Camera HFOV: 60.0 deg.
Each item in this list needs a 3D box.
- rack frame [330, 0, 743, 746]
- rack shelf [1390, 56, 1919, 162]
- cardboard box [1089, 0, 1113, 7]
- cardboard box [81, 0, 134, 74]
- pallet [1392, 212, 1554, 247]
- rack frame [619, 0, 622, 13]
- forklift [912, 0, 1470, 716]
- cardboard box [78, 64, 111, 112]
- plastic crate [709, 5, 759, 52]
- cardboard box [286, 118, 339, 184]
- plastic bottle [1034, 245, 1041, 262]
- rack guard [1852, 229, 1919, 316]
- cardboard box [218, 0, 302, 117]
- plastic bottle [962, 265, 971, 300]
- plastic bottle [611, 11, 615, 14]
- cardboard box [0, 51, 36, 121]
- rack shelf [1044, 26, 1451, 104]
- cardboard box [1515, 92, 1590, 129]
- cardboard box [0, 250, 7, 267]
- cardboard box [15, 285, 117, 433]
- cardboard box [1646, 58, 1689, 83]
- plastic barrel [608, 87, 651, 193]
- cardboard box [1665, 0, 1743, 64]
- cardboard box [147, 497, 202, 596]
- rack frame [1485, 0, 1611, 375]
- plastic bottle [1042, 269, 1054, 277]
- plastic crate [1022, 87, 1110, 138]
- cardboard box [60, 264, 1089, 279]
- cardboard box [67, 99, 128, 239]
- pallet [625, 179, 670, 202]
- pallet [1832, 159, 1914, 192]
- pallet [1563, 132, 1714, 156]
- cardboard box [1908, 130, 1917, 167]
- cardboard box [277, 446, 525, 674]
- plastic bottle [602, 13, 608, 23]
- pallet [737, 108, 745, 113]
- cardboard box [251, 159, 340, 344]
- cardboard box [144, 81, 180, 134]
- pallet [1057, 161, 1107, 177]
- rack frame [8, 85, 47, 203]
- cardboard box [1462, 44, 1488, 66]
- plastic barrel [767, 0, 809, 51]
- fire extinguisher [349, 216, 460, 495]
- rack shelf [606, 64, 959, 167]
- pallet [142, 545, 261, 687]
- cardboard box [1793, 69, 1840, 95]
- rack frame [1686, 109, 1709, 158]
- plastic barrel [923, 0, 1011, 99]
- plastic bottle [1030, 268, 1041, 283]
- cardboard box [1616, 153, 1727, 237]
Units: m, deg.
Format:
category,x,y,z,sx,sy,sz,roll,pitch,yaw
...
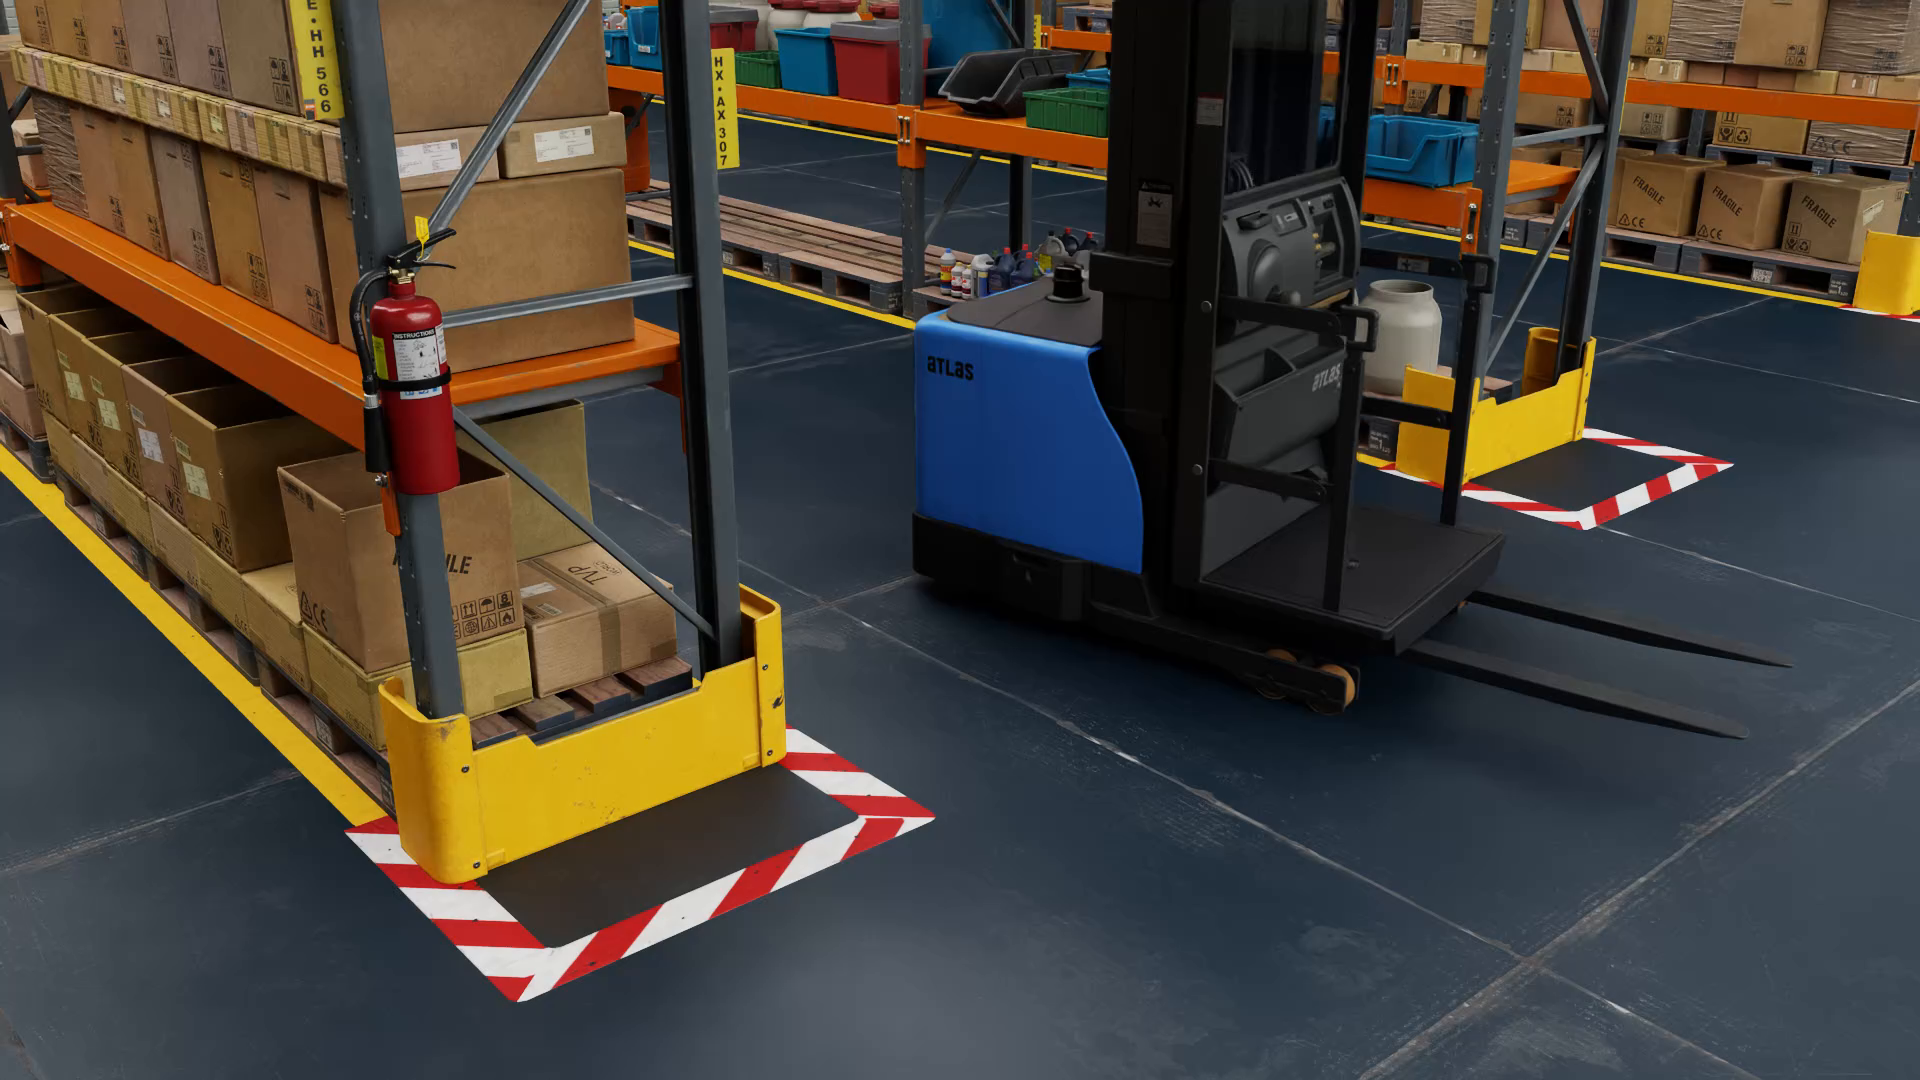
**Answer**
category,x,y,z,sx,sy,sz,roll,pitch,yaw
rack frame,-1.092,-0.634,4.489,1.000,3.000,0.127,-17,27,-37
rack shelf,5.110,-3.209,12.049,1.077,0.370,4.000,-17,27,-37
cardboard box,1.576,-5.304,15.699,0.500,0.500,0.500,18,28,39
cardboard box,-2.751,-1.991,6.037,0.700,0.500,0.500,-17,27,-37
pallet,4.269,-2.621,13.385,1.003,0.211,1.213,-17,27,-37
rack frame,-4.029,-7.411,21.794,1.000,3.000,0.127,-17,27,-37
forklift,1.298,-1.004,5.528,3.031,2.935,1.130,15,26,34
cardboard box,-3.007,-1.685,6.147,0.380,0.149,0.250,-19,28,-39
plastic crate,-1.736,-3.533,11.803,0.402,0.464,0.583,-17,27,-37
cardboard box,-1.658,-1.115,4.690,0.380,0.149,0.250,-17,27,-36
plastic bottle,0.525,-1.793,10.682,0.097,0.201,0.097,0,21,0
rack guard,6.366,-1.848,11.017,1.175,0.500,0.348,-17,27,-37
cardboard box,-1.769,-1.575,4.976,0.700,0.500,0.500,-18,28,-39
plastic bottle,0.061,-1.570,10.114,0.097,0.201,0.097,0,21,0
plastic bottle,-2.951,-4.340,14.112,0.061,0.283,0.133,-17,27,-37
cardboard box,-4.536,-2.147,8.216,0.500,0.500,0.500,-15,26,-34
rack shelf,6.206,-6.746,17.349,10.864,3.092,4.000,-17,27,-37
cardboard box,6.528,-4.814,17.672,1.050,0.750,0.750,-17,27,-37
cardboard box,-5.178,-1.379,8.818,0.500,0.311,0.500,-18,28,-38
cardboard box,-3.637,-0.801,7.081,0.500,0.500,0.500,-17,27,-37
cardboard box,5.014,-3.293,11.623,0.380,0.149,0.250,-17,27,-37
plastic barrel,-2.891,-3.338,13.794,0.600,0.830,0.708,-17,27,-37
cardboard box,5.366,-3.592,11.498,0.875,0.500,0.500,-17,27,-37
cardboard box,-2.654,-0.038,6.163,0.500,0.250,0.500,-17,27,-37
rack frame,2.666,-1.813,7.499,0.949,2.616,0.053,-17,27,-37
plastic bottle,0.512,-1.446,9.700,0.097,0.271,0.097,0,21,0
plastic crate,0.724,-2.376,9.228,0.450,0.188,0.662,-17,27,-37
cardboard box,-2.007,-1.374,9.133,4.512,0.551,3.341,-19,28,-39
cardboard box,-3.059,-1.520,6.615,0.700,0.500,0.500,-18,28,-38
pallet,-3.105,-2.932,14.179,1.003,0.211,1.213,-17,27,-37
pallet,8.865,-3.385,15.336,1.003,0.211,1.213,-17,27,-37
pallet,7.067,-4.146,17.279,1.003,0.211,1.213,-17,27,-37
cardboard box,9.170,-3.764,14.819,0.875,0.875,0.875,-18,28,-38
cardboard box,-1.667,0.025,4.975,0.500,0.500,0.500,-17,27,-37
plastic bottle,-3.000,-4.311,14.053,0.097,0.271,0.097,0,21,0
pallet,-2.655,-5.574,20.926,1.003,0.211,1.213,-17,27,-37
cardboard box,-1.733,-0.956,5.175,0.700,0.500,0.500,-17,27,-36
cardboard box,-2.500,-1.471,5.599,0.380,0.149,0.250,-18,28,-38
pallet,1.702,-3.687,16.107,1.003,0.211,1.213,-17,27,-37
rack frame,-3.705,-1.738,7.309,0.949,2.616,0.053,-17,27,-37
cardboard box,4.054,-3.713,12.696,0.380,0.149,0.250,-17,27,-37
plastic barrel,-1.168,-3.619,11.925,0.433,0.535,0.433,0,21,0
fire extinguisher,-1.367,-0.454,4.137,0.296,0.674,0.183,-17,27,-37
rack shelf,-1.253,-3.135,11.861,1.077,0.370,4.000,-17,27,-37
pallet,-2.415,0.126,6.372,1.003,0.211,1.213,-17,27,-37
cardboard box,5.708,-3.030,10.951,0.380,0.149,0.250,-17,27,-37
rack frame,7.628,-5.249,16.272,1.000,3.000,0.127,-17,27,-37
plastic barrel,0.029,-3.329,10.684,0.600,0.901,0.708,-17,27,-37
plastic bottle,0.464,-1.428,9.637,0.061,0.283,0.133,-16,26,-35
cardboard box,5.210,-2.534,12.191,0.500,0.500,0.500,-14,26,-33
